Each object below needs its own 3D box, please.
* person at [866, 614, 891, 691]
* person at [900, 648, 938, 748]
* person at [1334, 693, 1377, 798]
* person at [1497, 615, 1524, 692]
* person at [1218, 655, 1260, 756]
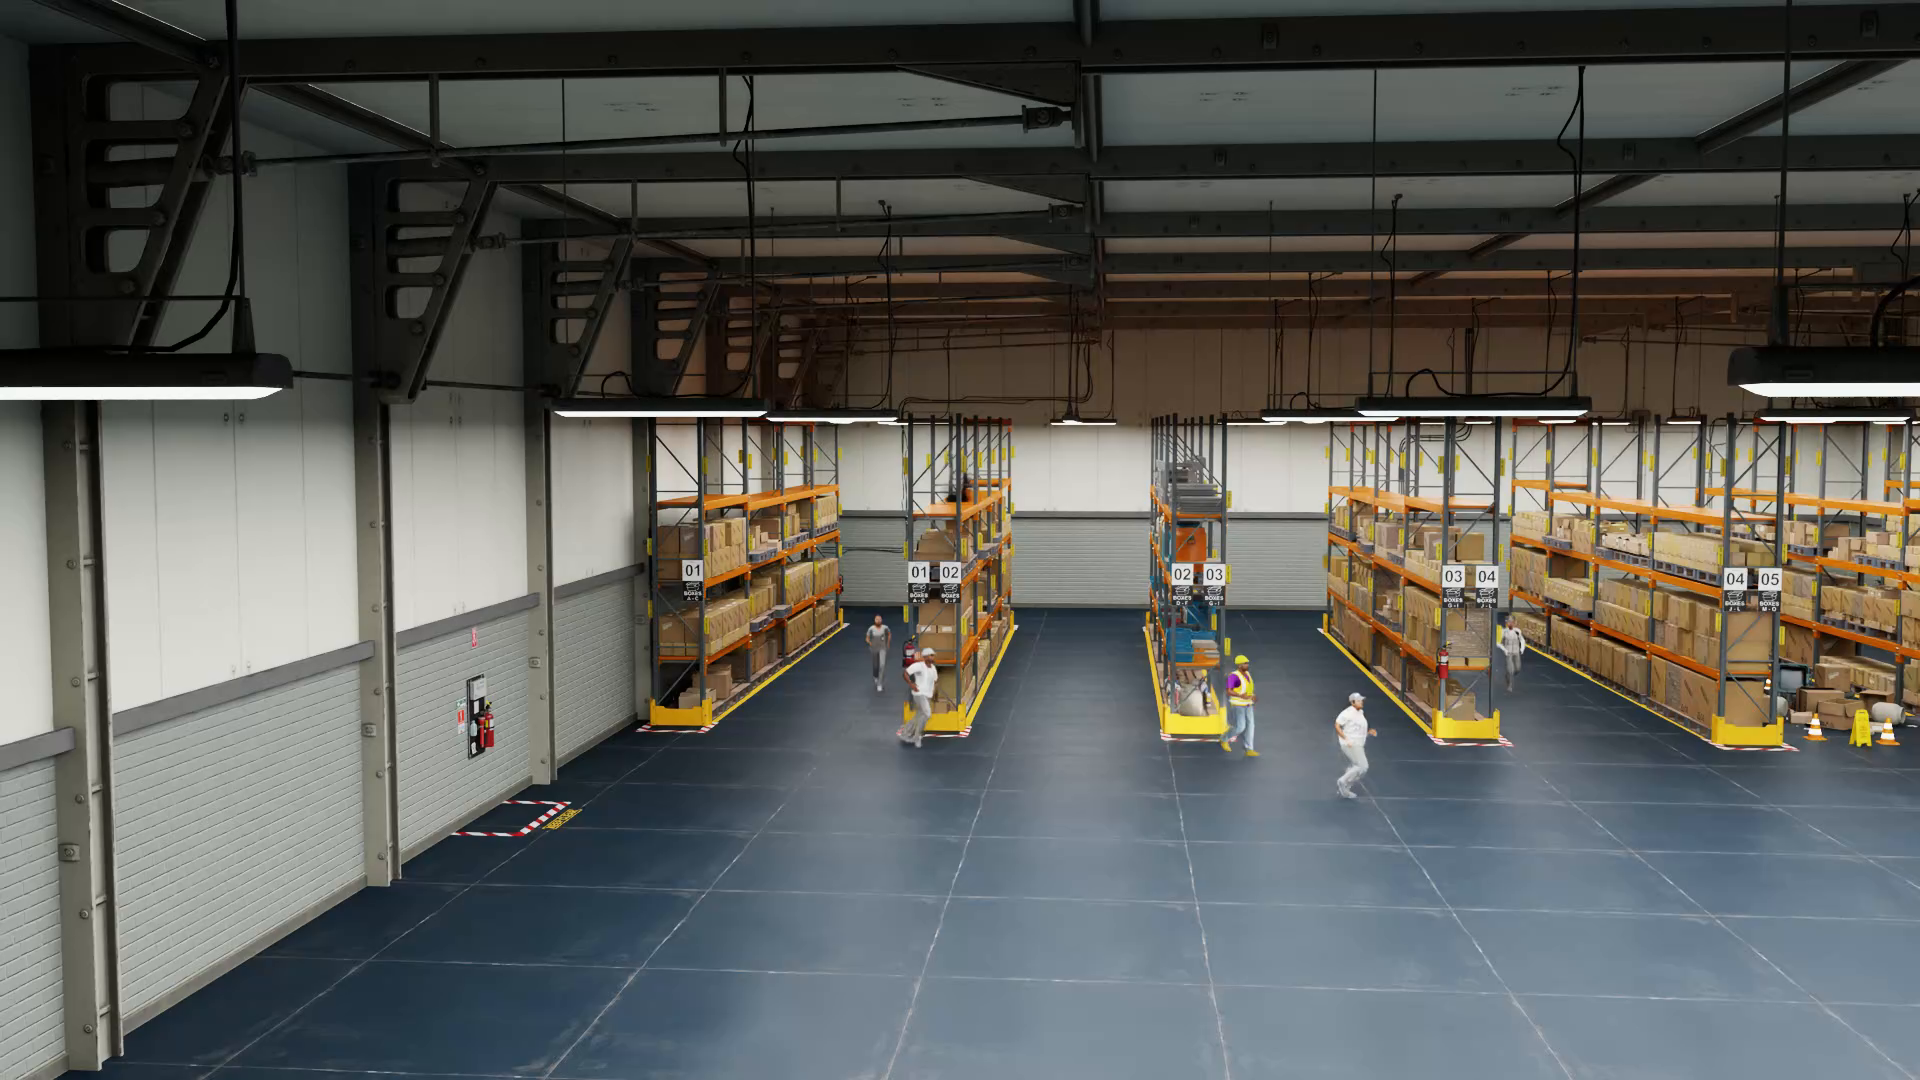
[{"bbox_3d":[-1.788,2.435,36.504,0.552,1.656,0.933,0,4,-2],"label":"person"},{"bbox_3d":[-0.707,2.849,30.115,0.675,1.793,0.740,2,5,32],"label":"person"},{"bbox_3d":[6.137,3.172,25.719,0.574,1.633,0.588,3,5,34],"label":"person"},{"bbox_3d":[11.996,2.470,36.186,0.623,1.660,0.497,0,4,2],"label":"person"},{"bbox_3d":[4.907,2.887,29.071,0.811,1.757,0.727,4,5,43],"label":"person"}]
